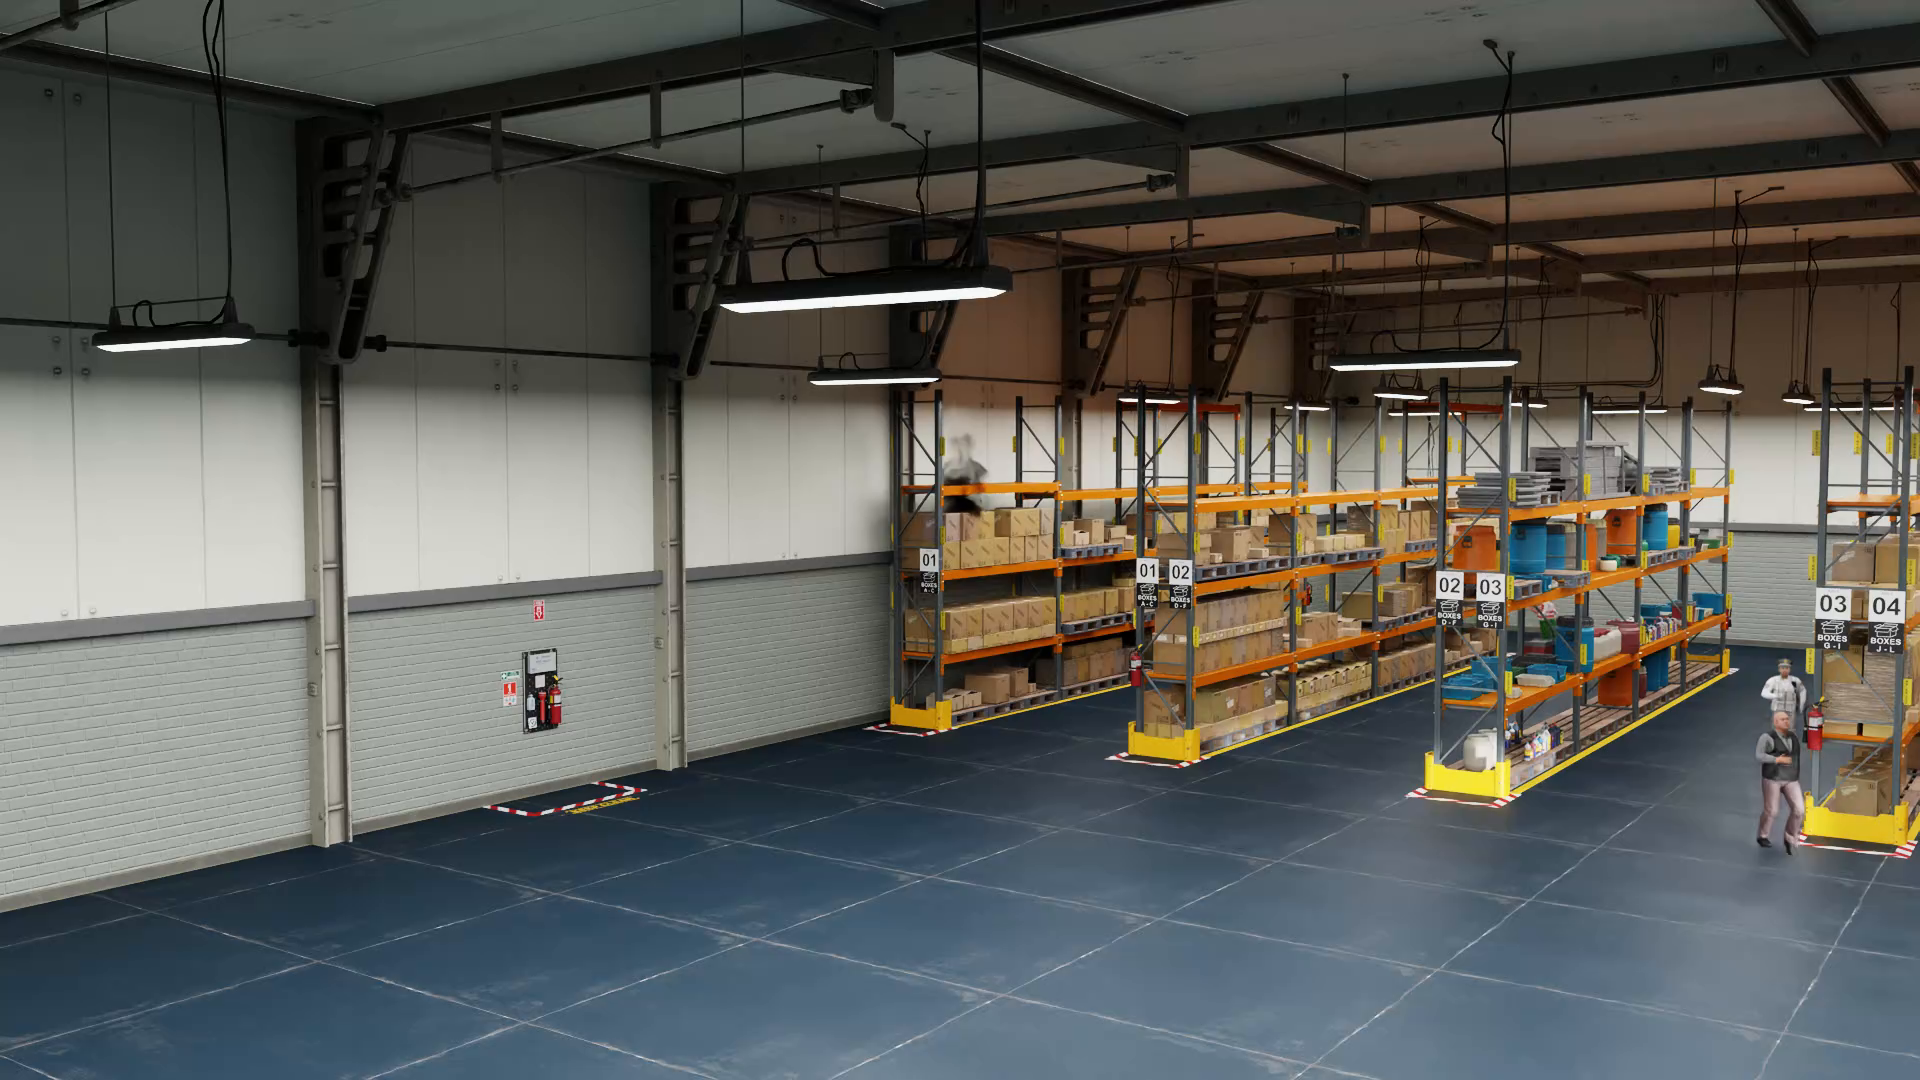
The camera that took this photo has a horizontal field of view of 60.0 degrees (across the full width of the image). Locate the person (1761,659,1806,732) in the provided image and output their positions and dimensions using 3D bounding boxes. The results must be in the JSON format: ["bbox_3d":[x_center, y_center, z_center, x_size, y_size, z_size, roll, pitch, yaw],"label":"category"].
[{"bbox_3d":[12.783,2.679,25.811,0.638,1.701,0.897,1,4,23],"label":"person"}]

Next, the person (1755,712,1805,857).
[{"bbox_3d":[10.087,3.008,20.434,0.650,1.797,0.672,0,3,-3],"label":"person"}]

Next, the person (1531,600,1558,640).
[{"bbox_3d":[13.805,1.897,39.280,0.667,1.793,0.686,0,3,-7],"label":"person"}]
